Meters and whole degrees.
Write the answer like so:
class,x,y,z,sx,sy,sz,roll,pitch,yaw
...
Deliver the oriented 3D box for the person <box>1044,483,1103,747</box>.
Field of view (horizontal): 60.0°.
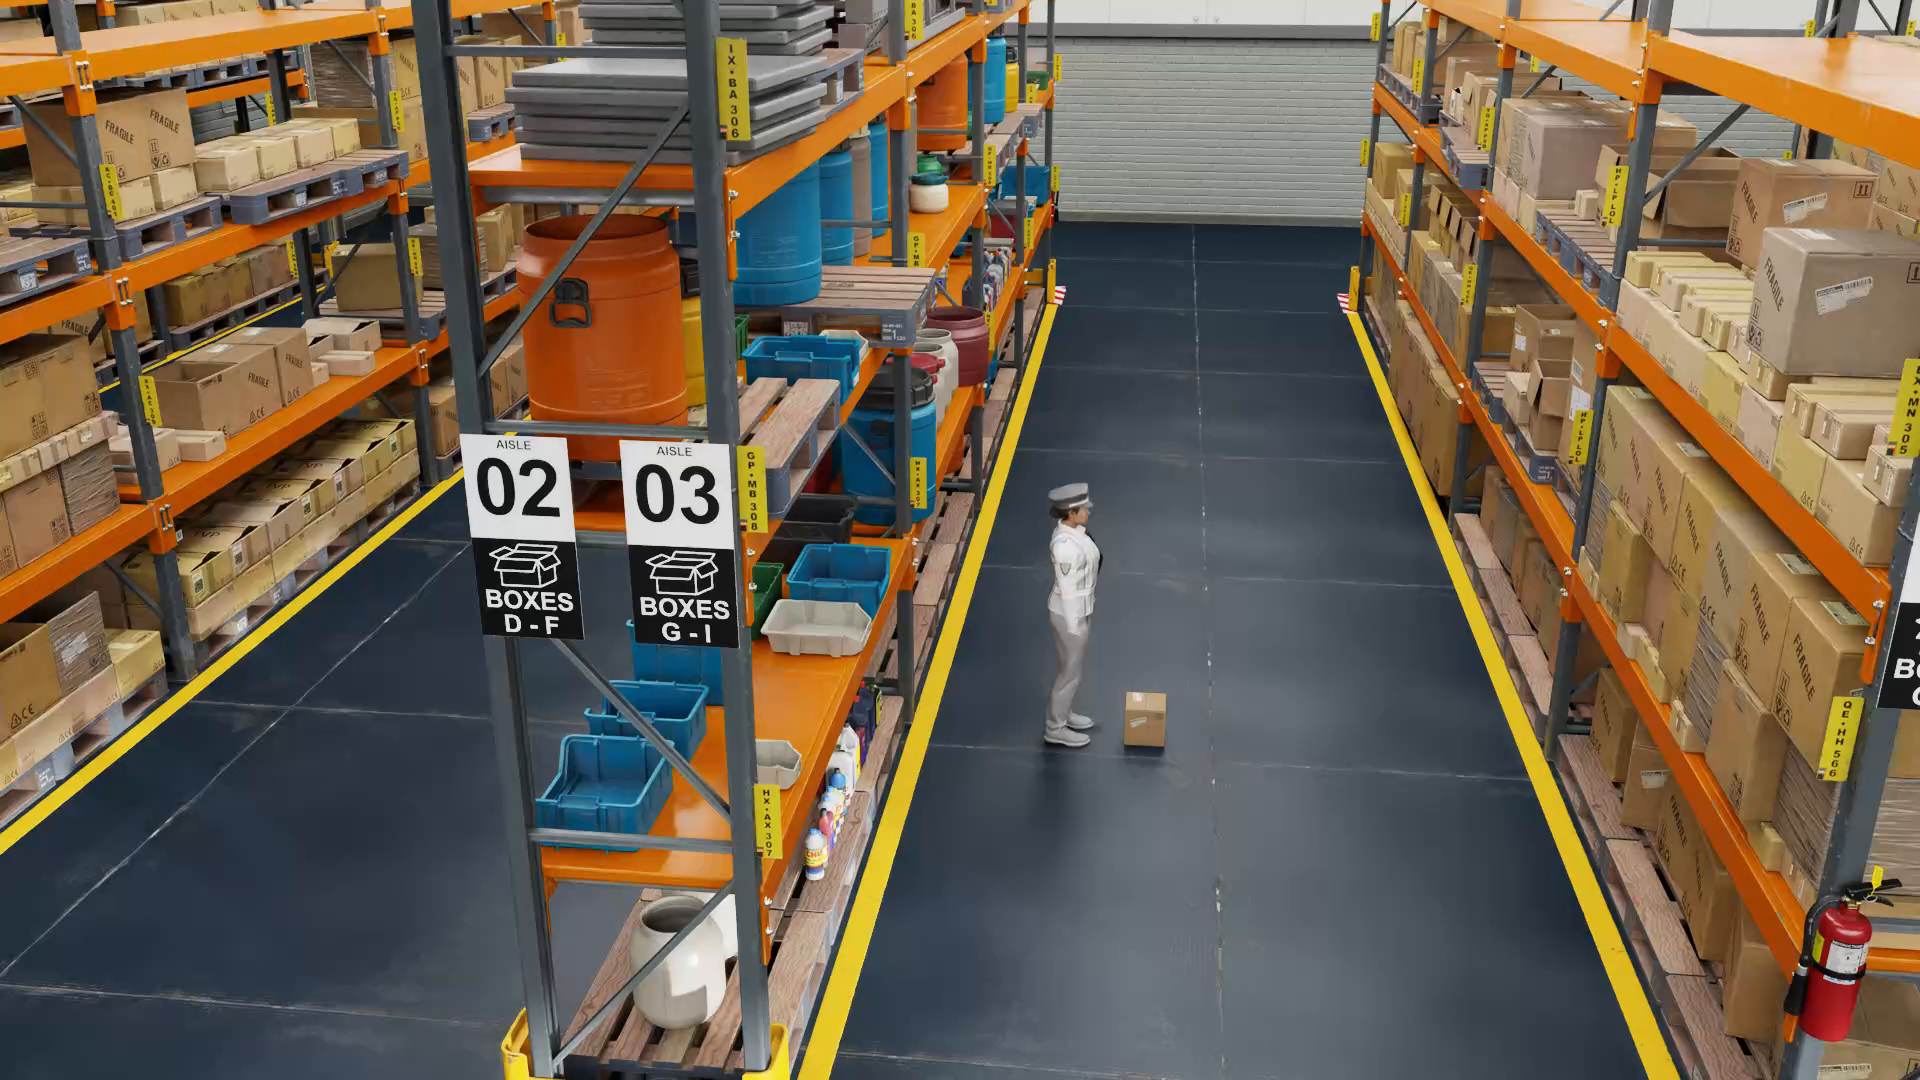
class,x,y,z,sx,sy,sz,roll,pitch,yaw
person,0.702,0.448,10.318,0.337,1.676,0.466,3,22,8
